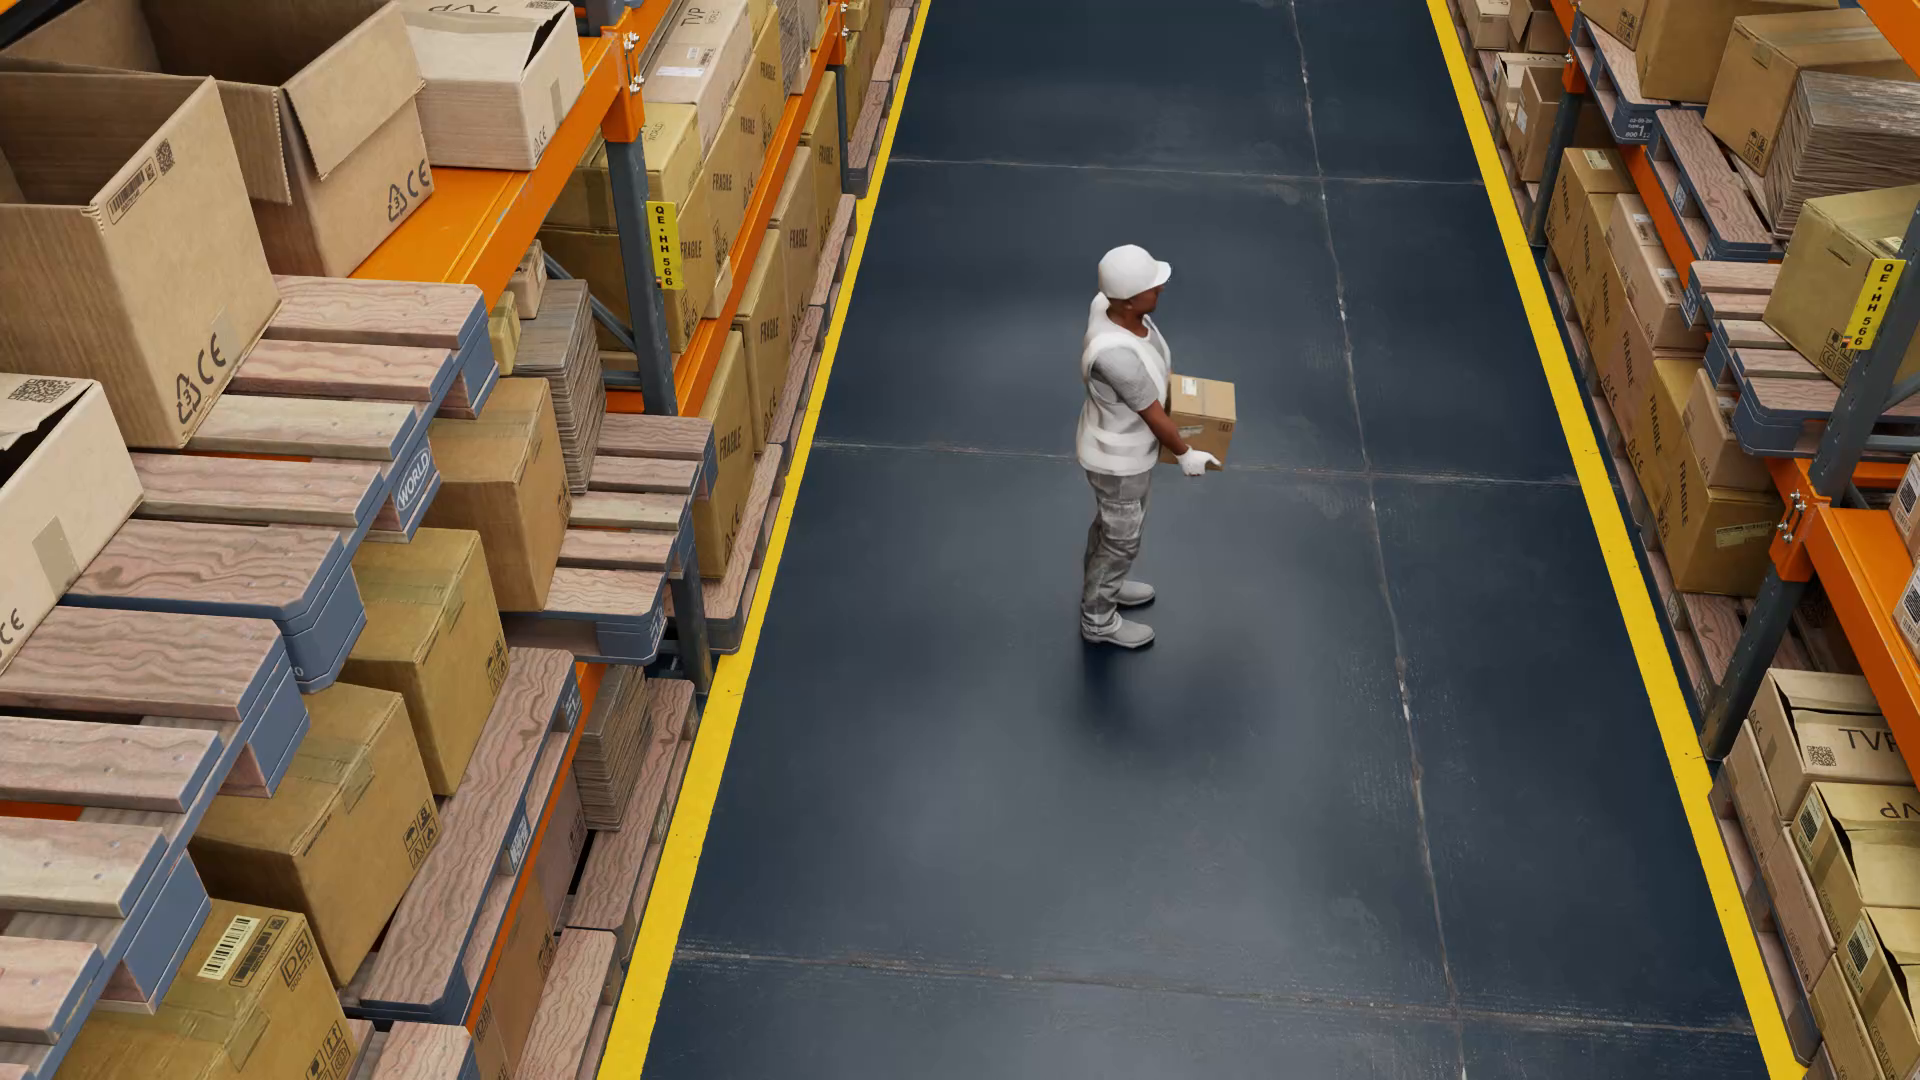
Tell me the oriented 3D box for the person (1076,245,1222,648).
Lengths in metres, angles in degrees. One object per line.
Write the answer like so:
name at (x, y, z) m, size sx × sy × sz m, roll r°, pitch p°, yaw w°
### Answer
person at (0.741, -0.362, 6.576) m, size 0.565 × 1.781 × 0.489 m, roll 3°, pitch 40°, yaw 4°
